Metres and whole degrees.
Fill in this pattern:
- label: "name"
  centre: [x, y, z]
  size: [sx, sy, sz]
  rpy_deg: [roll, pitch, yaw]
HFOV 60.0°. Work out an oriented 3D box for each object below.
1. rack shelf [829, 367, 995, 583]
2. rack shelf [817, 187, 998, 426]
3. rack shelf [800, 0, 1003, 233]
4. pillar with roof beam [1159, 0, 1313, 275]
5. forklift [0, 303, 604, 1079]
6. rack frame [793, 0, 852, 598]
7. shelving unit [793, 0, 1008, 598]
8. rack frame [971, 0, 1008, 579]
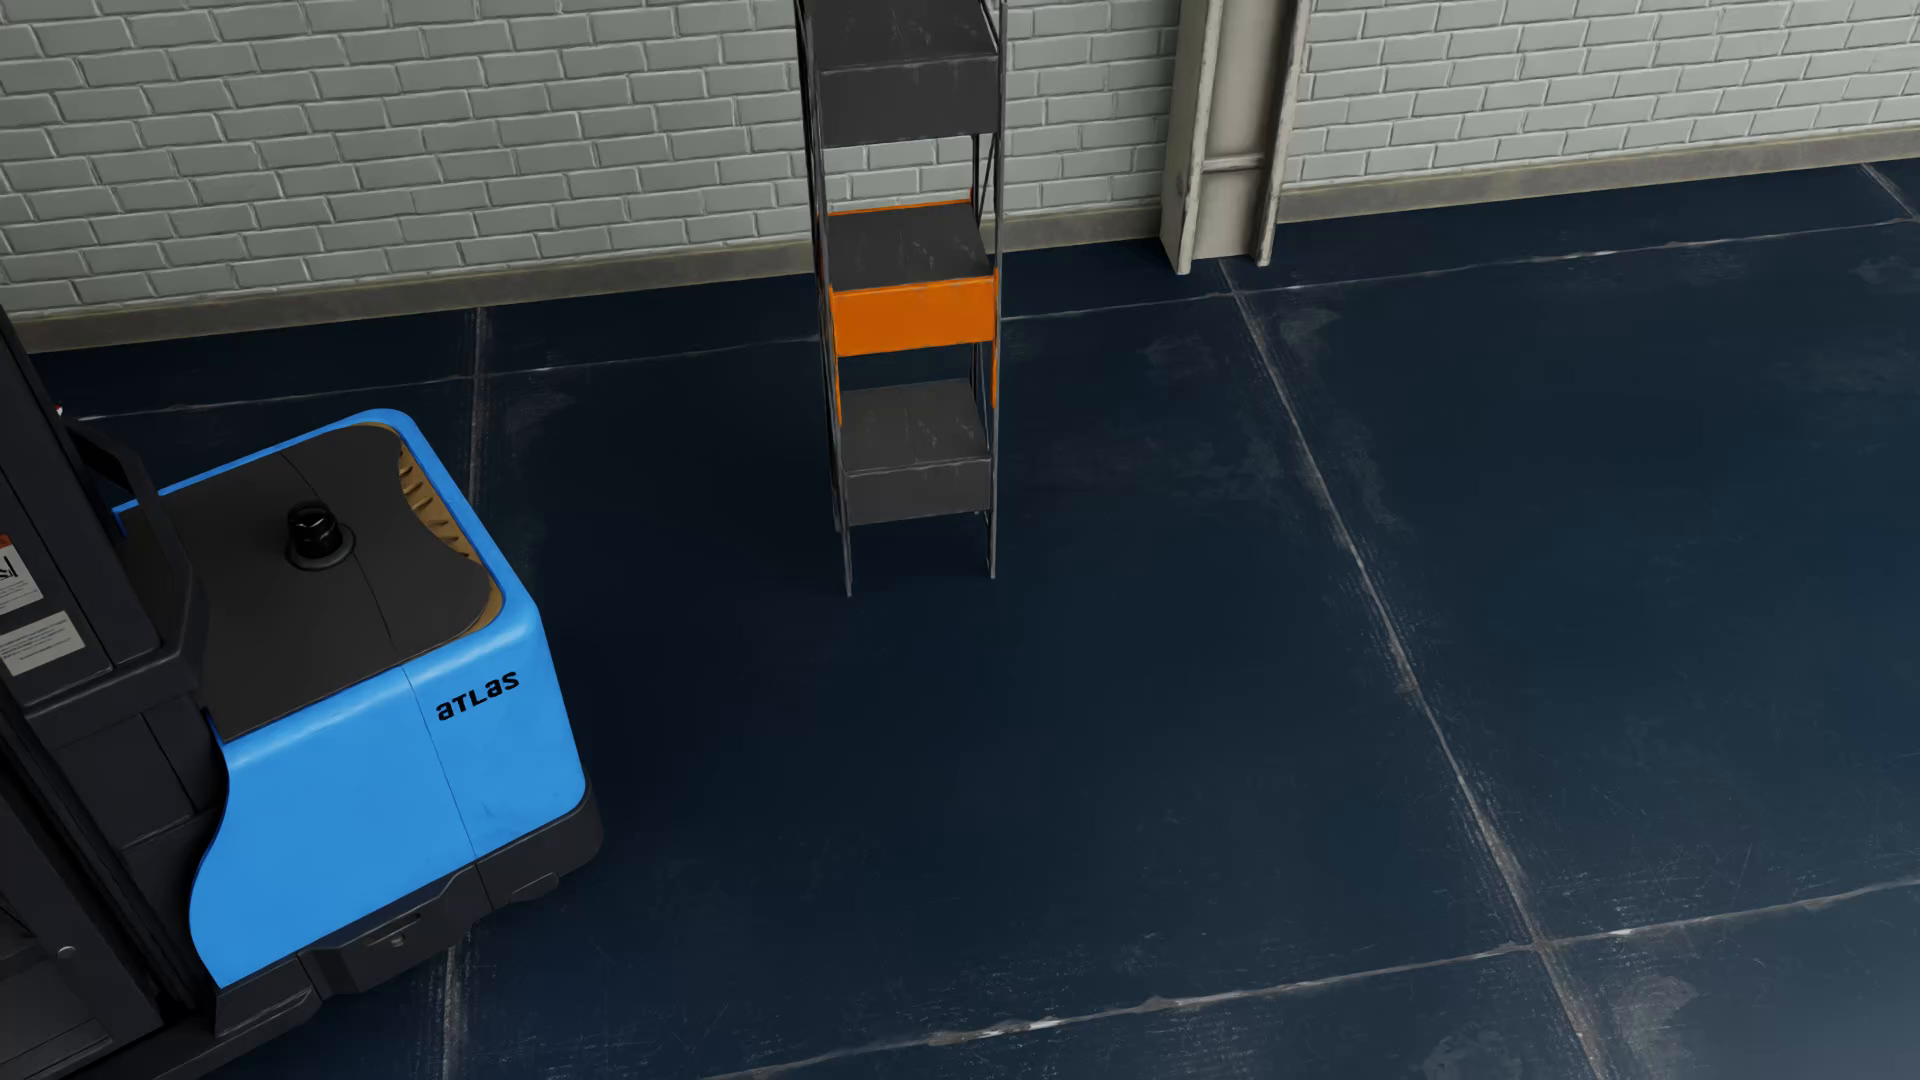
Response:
- label: "rack shelf"
  centre: [-0.163, -0.213, 5.488]
  size: [0.480, 0.518, 0.431]
  rpy_deg: [-7, 46, -7]
- label: "rack shelf"
  centre: [-0.163, -0.699, 4.984]
  size: [0.480, 0.518, 0.431]
  rpy_deg: [-7, 46, -7]
- label: "rack shelf"
  centre: [-0.163, -1.184, 4.480]
  size: [0.480, 0.518, 0.431]
  rpy_deg: [-7, 46, -7]
- label: "pillar with roof beam"
  centre: [1.788, -1.283, 0.738]
  size: [0.400, 9.000, 9.100]
  rpy_deg: [-7, 46, -7]
- label: "forklift"
  centre: [-2.539, 0.217, 3.506]
  size: [3.031, 2.935, 1.130]
  rpy_deg: [-26, 51, -23]
- label: "rack frame"
  centre: [-0.404, -0.678, 4.945]
  size: [0.015, 2.100, 0.400]
  rpy_deg: [-7, 46, -7]
- label: "shelving unit"
  centre: [-0.163, -0.708, 4.974]
  size: [0.503, 2.100, 0.431]
  rpy_deg: [-7, 46, -7]
- label: "rack frame"
  centre: [0.077, -0.738, 5.003]
  size: [0.015, 2.100, 0.400]
  rpy_deg: [-7, 46, -7]
